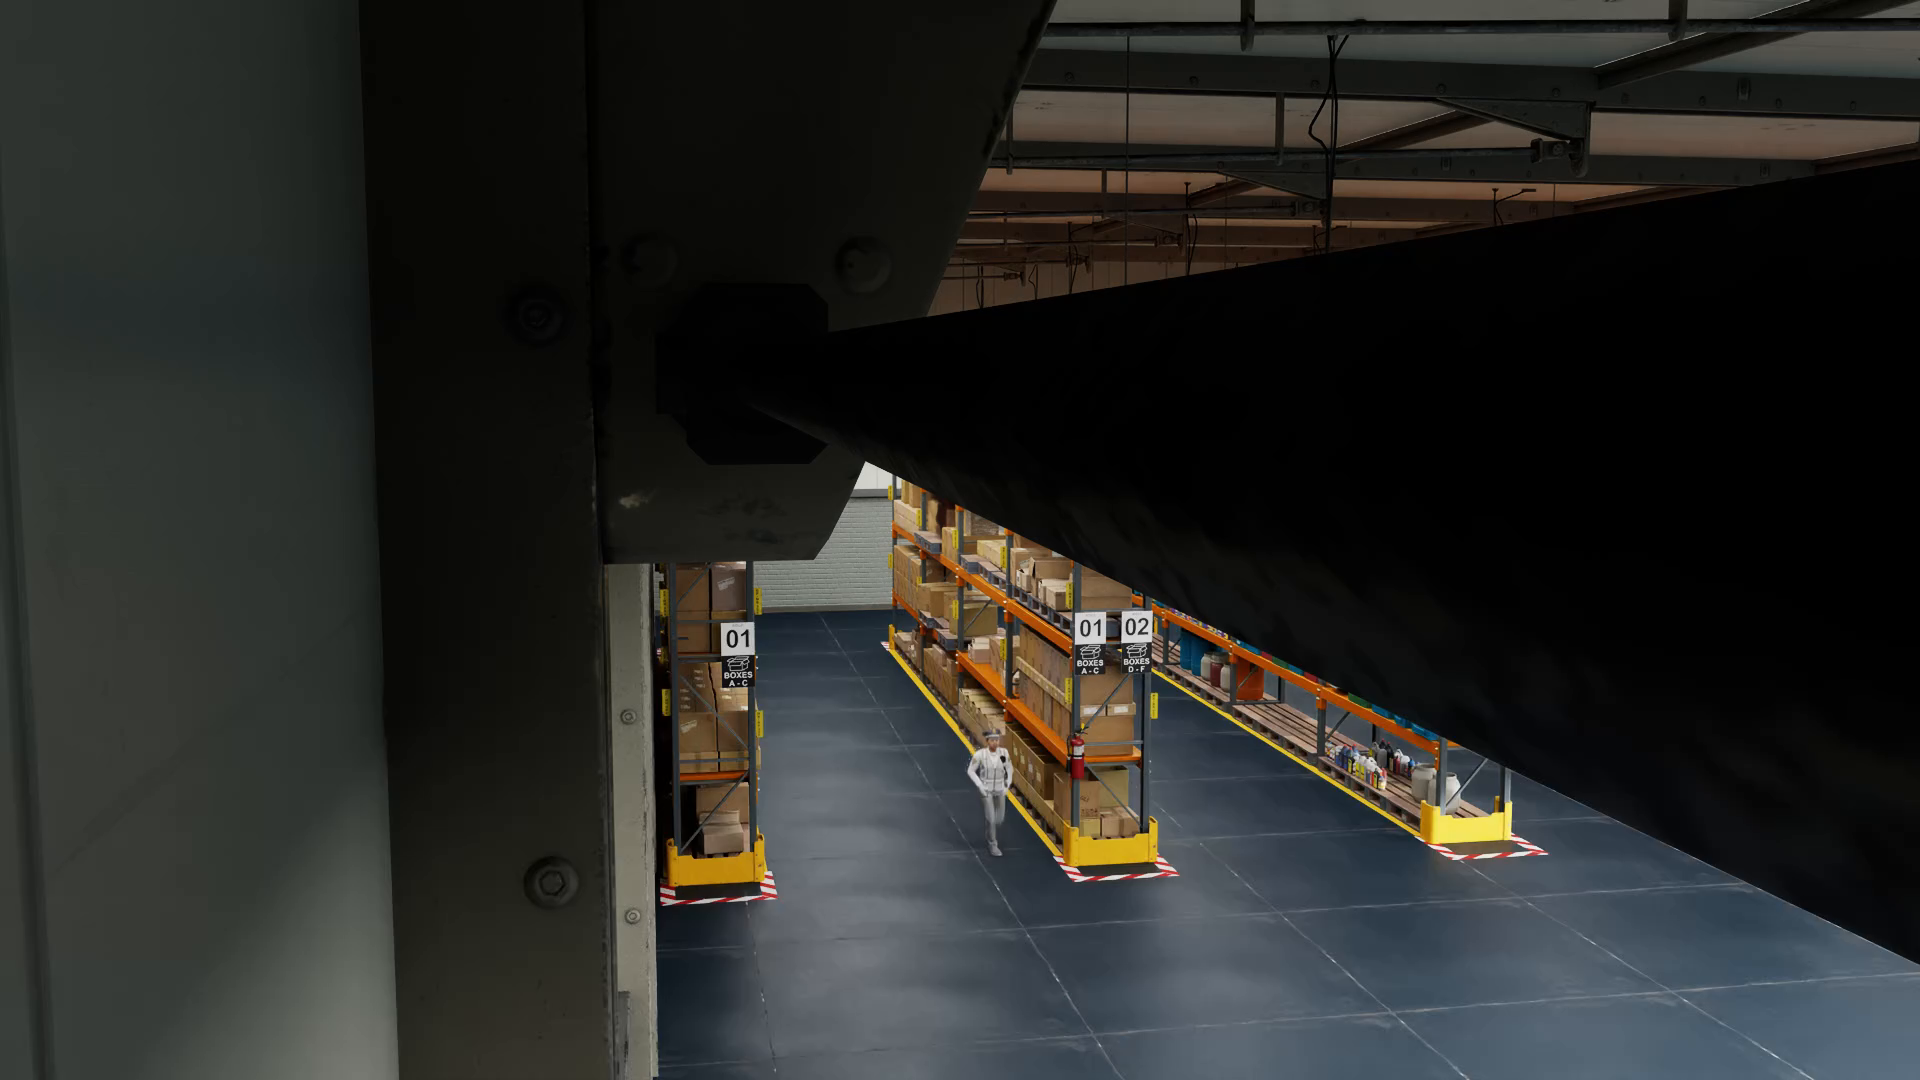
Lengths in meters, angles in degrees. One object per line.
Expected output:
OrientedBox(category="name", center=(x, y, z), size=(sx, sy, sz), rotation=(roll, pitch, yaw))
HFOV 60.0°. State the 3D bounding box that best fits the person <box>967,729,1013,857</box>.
OrientedBox(category="person", center=(0.391, 3.209, 21.412), size=(0.627, 1.660, 0.587), rotation=(-2, 6, -14))
